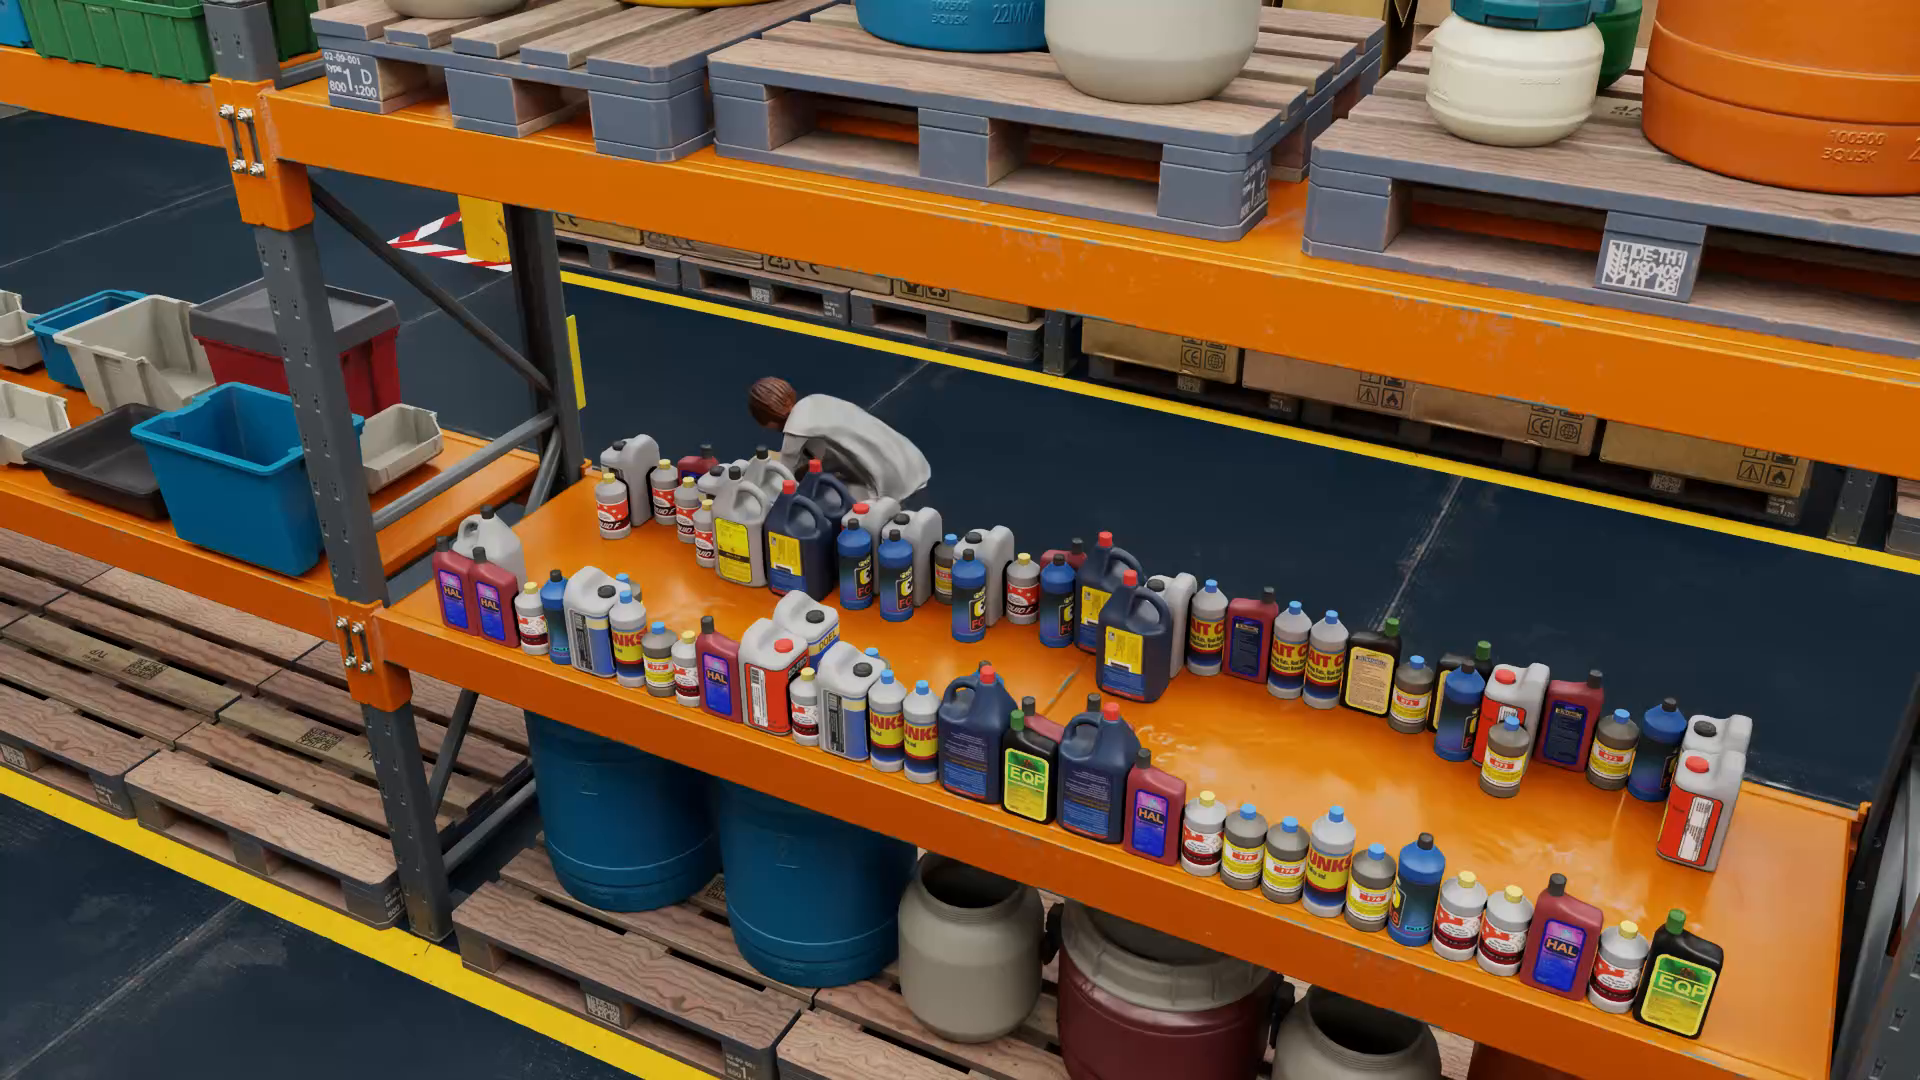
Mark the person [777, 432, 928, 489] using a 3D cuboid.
[{"bbox_3d":[-0.489,-0.346,7.156,0.706,0.483,0.380,14,33,22],"label":"person"}]
